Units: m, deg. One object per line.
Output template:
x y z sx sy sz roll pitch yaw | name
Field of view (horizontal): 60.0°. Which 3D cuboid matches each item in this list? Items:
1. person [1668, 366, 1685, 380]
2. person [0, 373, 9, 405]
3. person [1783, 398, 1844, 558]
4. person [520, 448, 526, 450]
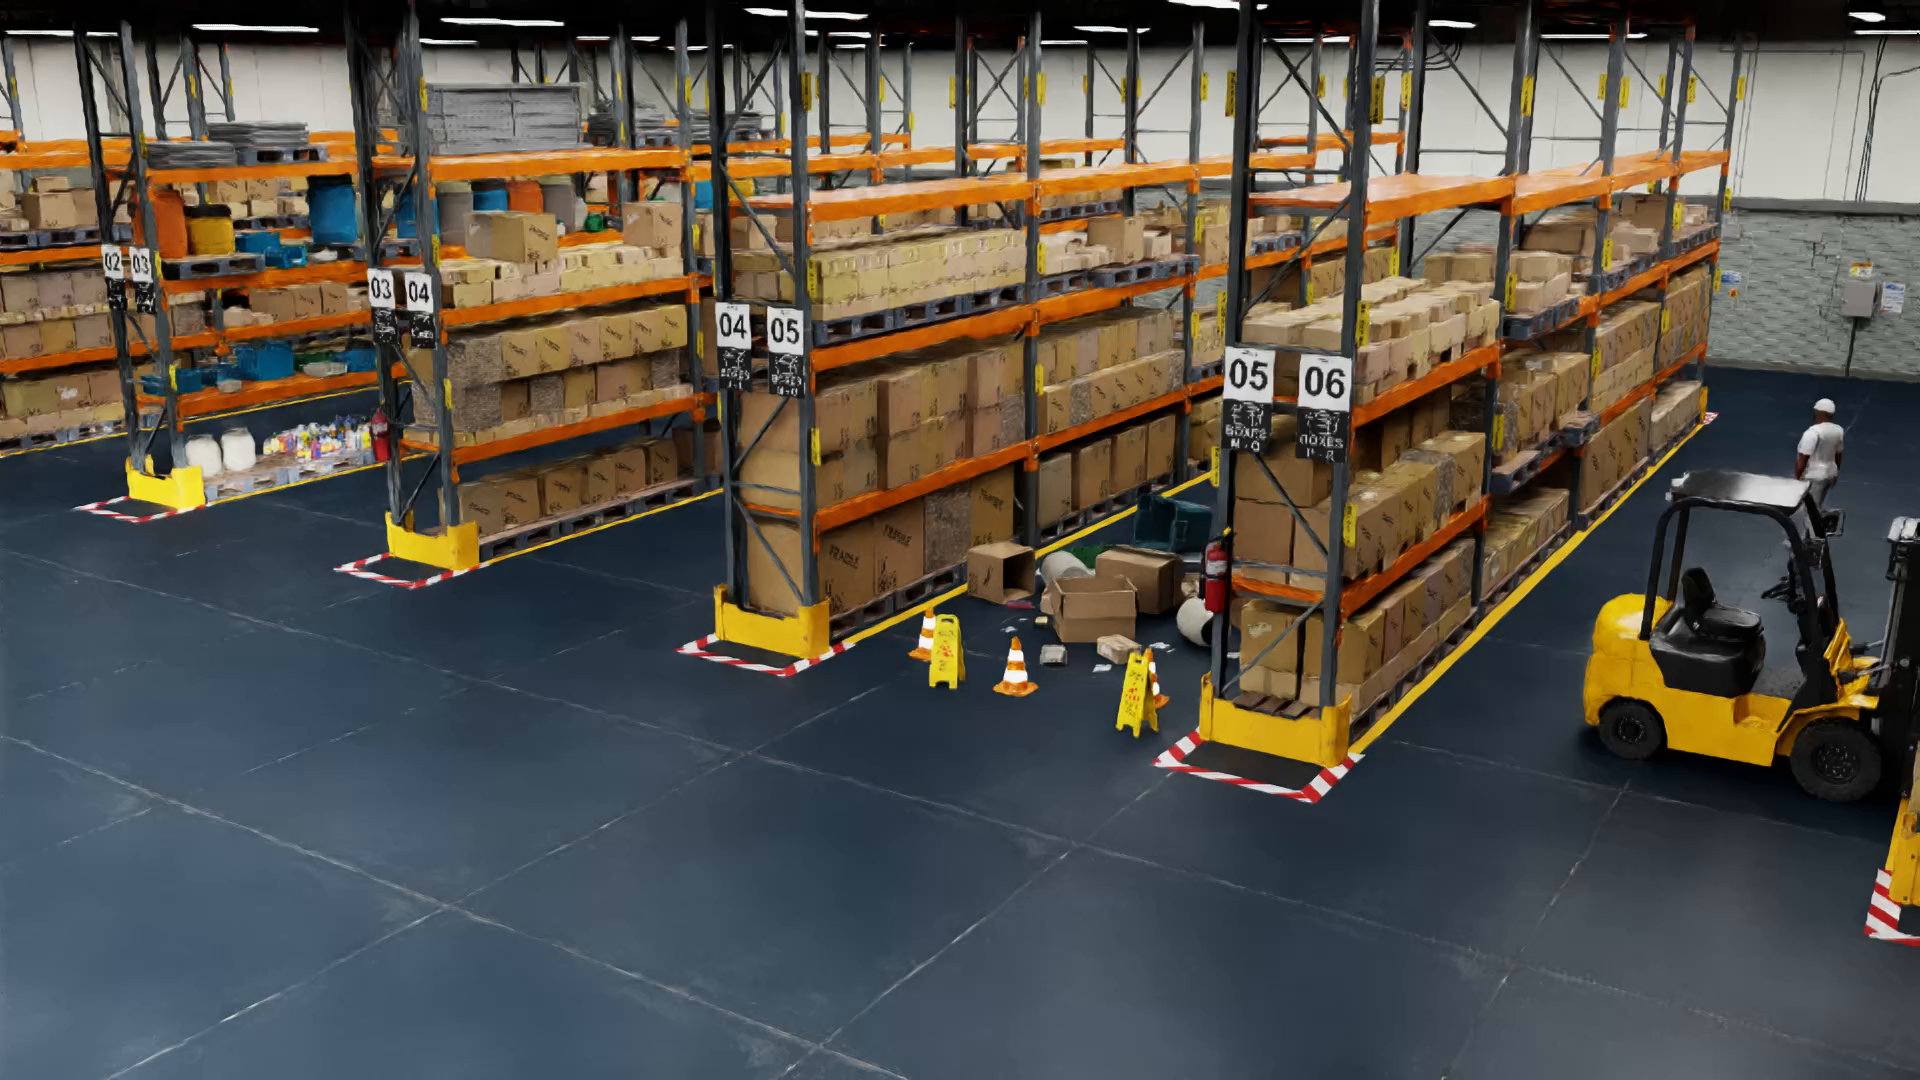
12.140 -3.400 28.199 0.503 1.705 0.647 0 16 -1 | person
-15.663 -3.020 26.912 0.719 1.714 0.578 9 18 30 | person
9.445 -0.702 18.408 0.682 1.763 0.585 -10 18 -31 | person
-6.449 -2.124 23.816 0.623 1.619 0.757 3 16 10 | person
